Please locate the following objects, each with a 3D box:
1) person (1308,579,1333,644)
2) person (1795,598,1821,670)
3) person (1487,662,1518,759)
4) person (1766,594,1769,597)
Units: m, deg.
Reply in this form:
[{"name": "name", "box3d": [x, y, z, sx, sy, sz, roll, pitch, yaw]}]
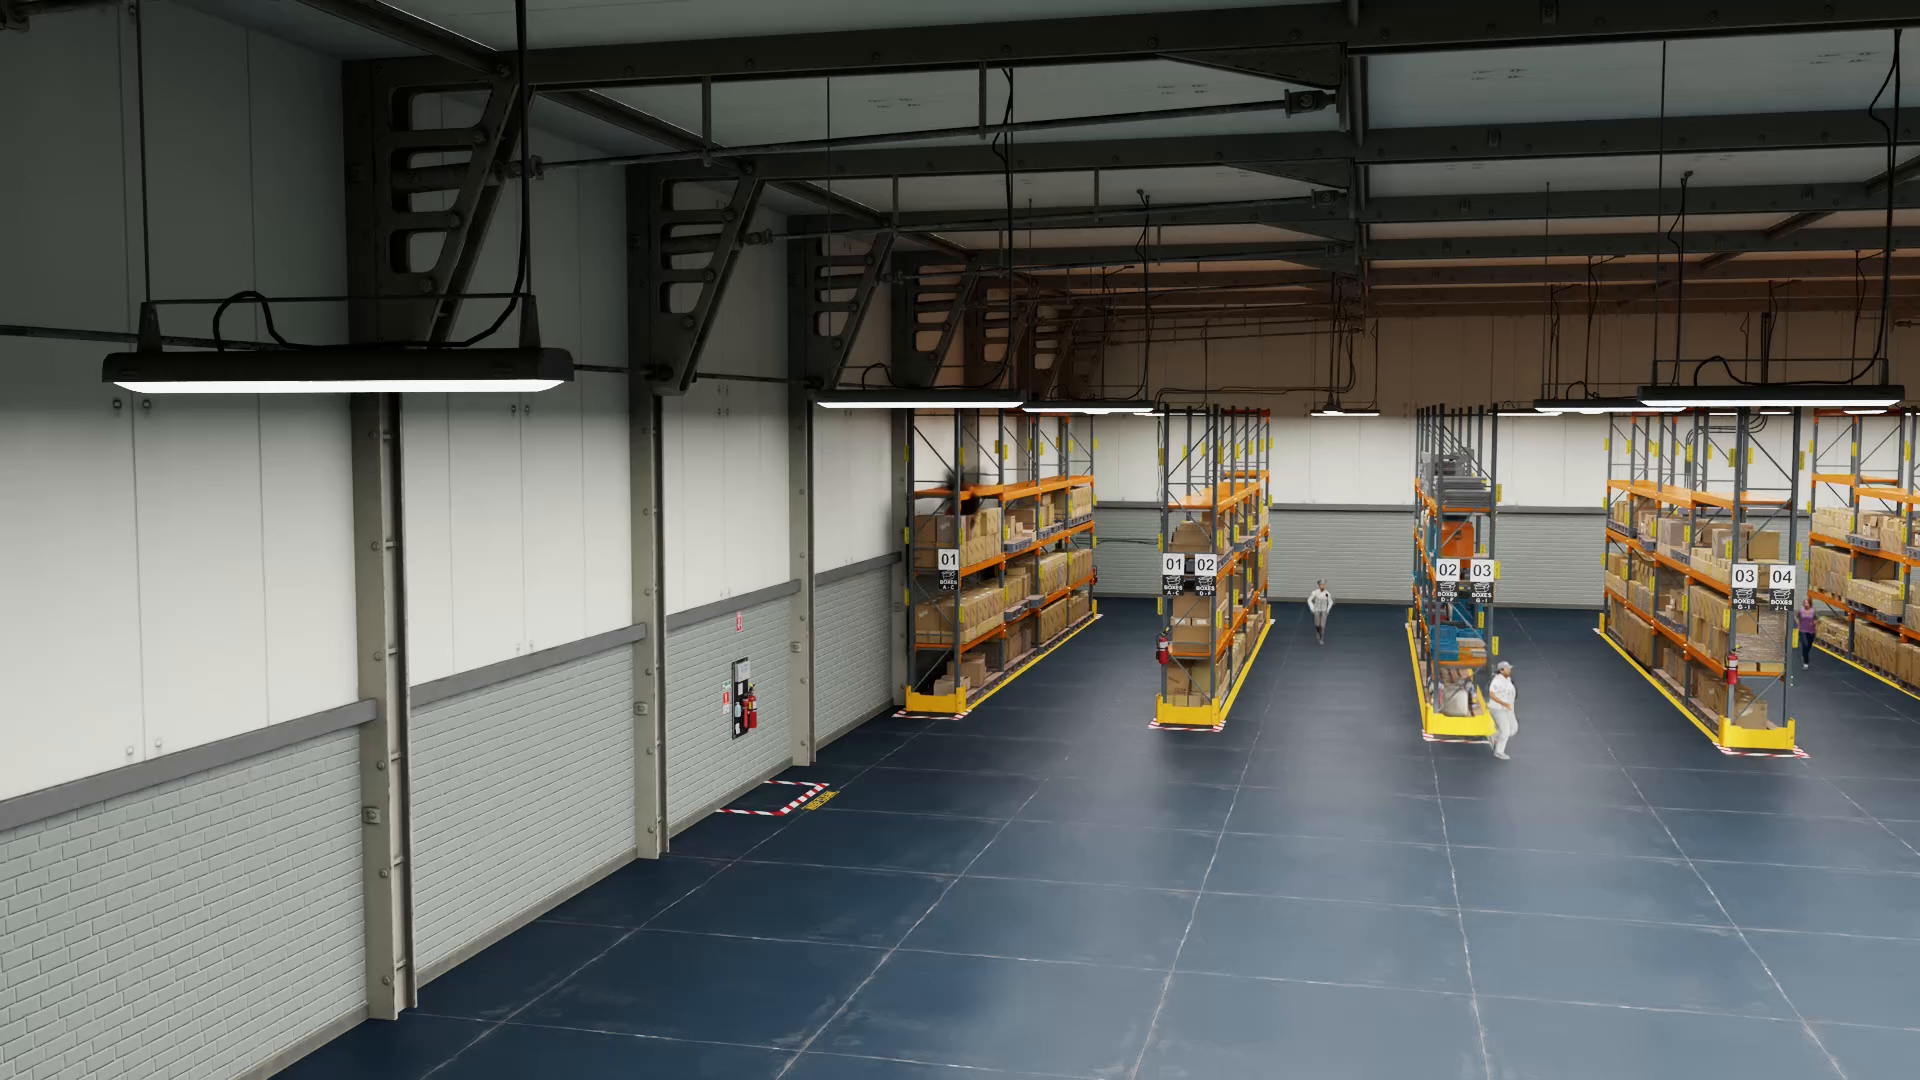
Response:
[{"name": "person", "box3d": [9.174, 1.822, 42.276, 0.624, 1.657, 0.491, 0, 4, 6]}, {"name": "person", "box3d": [19.493, 2.147, 38.248, 0.525, 1.596, 0.819, 2, 4, 21]}, {"name": "person", "box3d": [9.152, 2.867, 28.142, 0.532, 1.636, 0.627, 4, 6, 44]}, {"name": "person", "box3d": [21.068, 1.697, 44.103, 0.975, 1.627, 0.677, -3, 5, -38]}]
